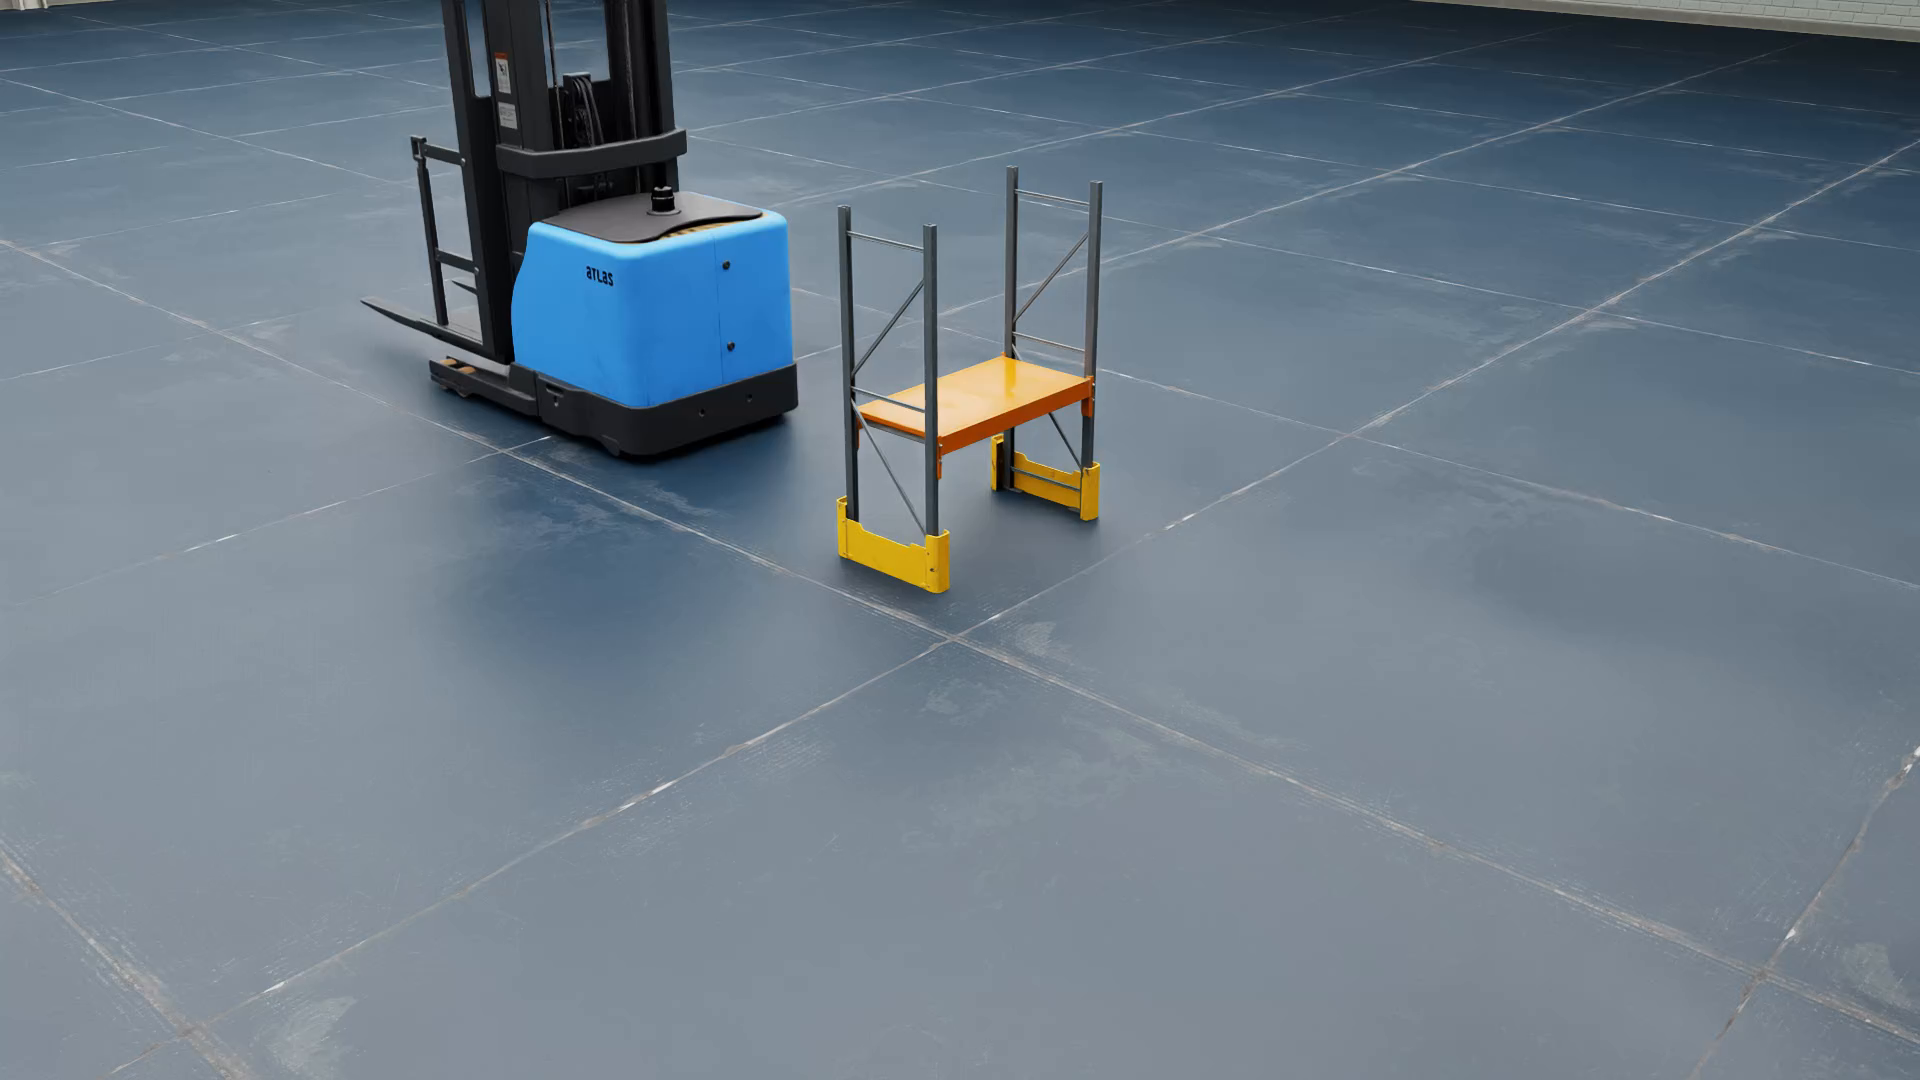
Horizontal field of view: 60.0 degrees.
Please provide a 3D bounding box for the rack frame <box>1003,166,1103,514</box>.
[{"bbox_3d":[0.396,-0.865,7.347,0.500,1.500,0.032,20,31,38],"label":"rack frame"}]

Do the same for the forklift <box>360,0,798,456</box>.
[{"bbox_3d":[-2.252,-2.242,8.667,3.031,2.935,1.130,21,32,39],"label":"forklift"}]

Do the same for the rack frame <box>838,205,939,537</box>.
[{"bbox_3d":[-0.282,-0.555,6.656,0.500,1.500,0.032,20,31,38],"label":"rack frame"}]

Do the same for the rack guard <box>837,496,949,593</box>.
[{"bbox_3d":[-0.281,0.014,6.912,0.587,0.250,0.087,20,31,38],"label":"rack guard"}]

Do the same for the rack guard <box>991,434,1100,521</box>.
[{"bbox_3d":[0.383,-0.289,7.589,0.587,0.250,0.087,20,31,38],"label":"rack guard"}]

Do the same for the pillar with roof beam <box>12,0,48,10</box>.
[{"bbox_3d":[-10.928,-11.017,20.822,9.100,9.000,0.400,20,31,38],"label":"pillar with roof beam"}]

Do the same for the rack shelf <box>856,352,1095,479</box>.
[{"bbox_3d":[0.057,-0.546,7.075,0.538,0.185,1.000,20,31,38],"label":"rack shelf"}]

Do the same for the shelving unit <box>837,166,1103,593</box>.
[{"bbox_3d":[0.051,-0.708,6.995,0.587,1.500,1.083,20,31,38],"label":"shelving unit"}]
